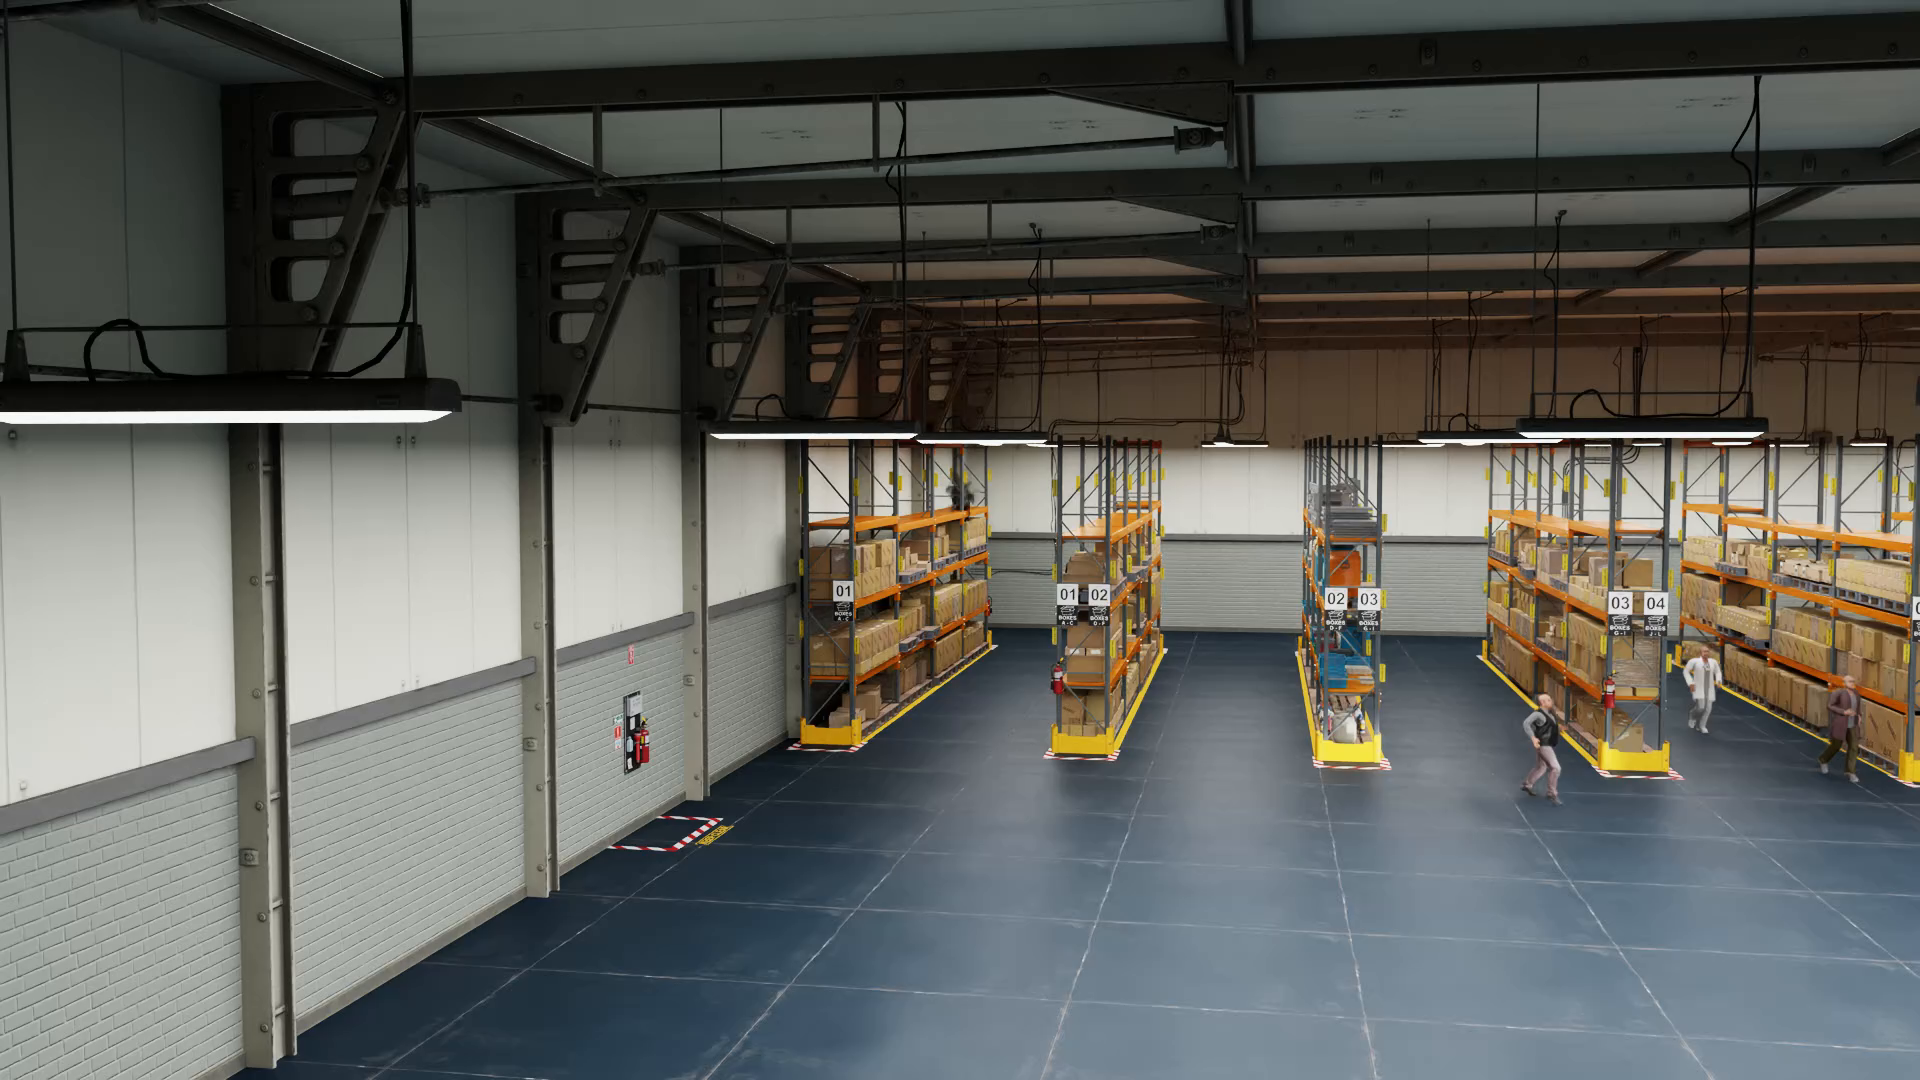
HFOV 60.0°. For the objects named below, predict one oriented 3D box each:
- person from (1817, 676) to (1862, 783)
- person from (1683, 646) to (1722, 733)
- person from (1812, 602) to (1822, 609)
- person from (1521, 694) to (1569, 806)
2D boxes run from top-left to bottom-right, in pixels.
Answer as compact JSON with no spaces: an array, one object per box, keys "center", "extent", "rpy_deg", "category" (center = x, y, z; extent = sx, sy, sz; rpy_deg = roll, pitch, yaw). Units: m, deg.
[{"center":[15.442,3.256,29.027],"extent":[0.733,1.801,0.970],"rpy_deg":[0,3,-7],"category":"person"},{"center":[15.100,3.028,33.756],"extent":[0.727,1.746,0.633],"rpy_deg":[0,3,0],"category":"person"},{"center":[23.344,2.477,45.263],"extent":[0.759,1.620,0.595],"rpy_deg":[0,3,8],"category":"person"},{"center":[9.500,3.397,27.046],"extent":[0.778,1.782,0.630],"rpy_deg":[2,4,37],"category":"person"}]
